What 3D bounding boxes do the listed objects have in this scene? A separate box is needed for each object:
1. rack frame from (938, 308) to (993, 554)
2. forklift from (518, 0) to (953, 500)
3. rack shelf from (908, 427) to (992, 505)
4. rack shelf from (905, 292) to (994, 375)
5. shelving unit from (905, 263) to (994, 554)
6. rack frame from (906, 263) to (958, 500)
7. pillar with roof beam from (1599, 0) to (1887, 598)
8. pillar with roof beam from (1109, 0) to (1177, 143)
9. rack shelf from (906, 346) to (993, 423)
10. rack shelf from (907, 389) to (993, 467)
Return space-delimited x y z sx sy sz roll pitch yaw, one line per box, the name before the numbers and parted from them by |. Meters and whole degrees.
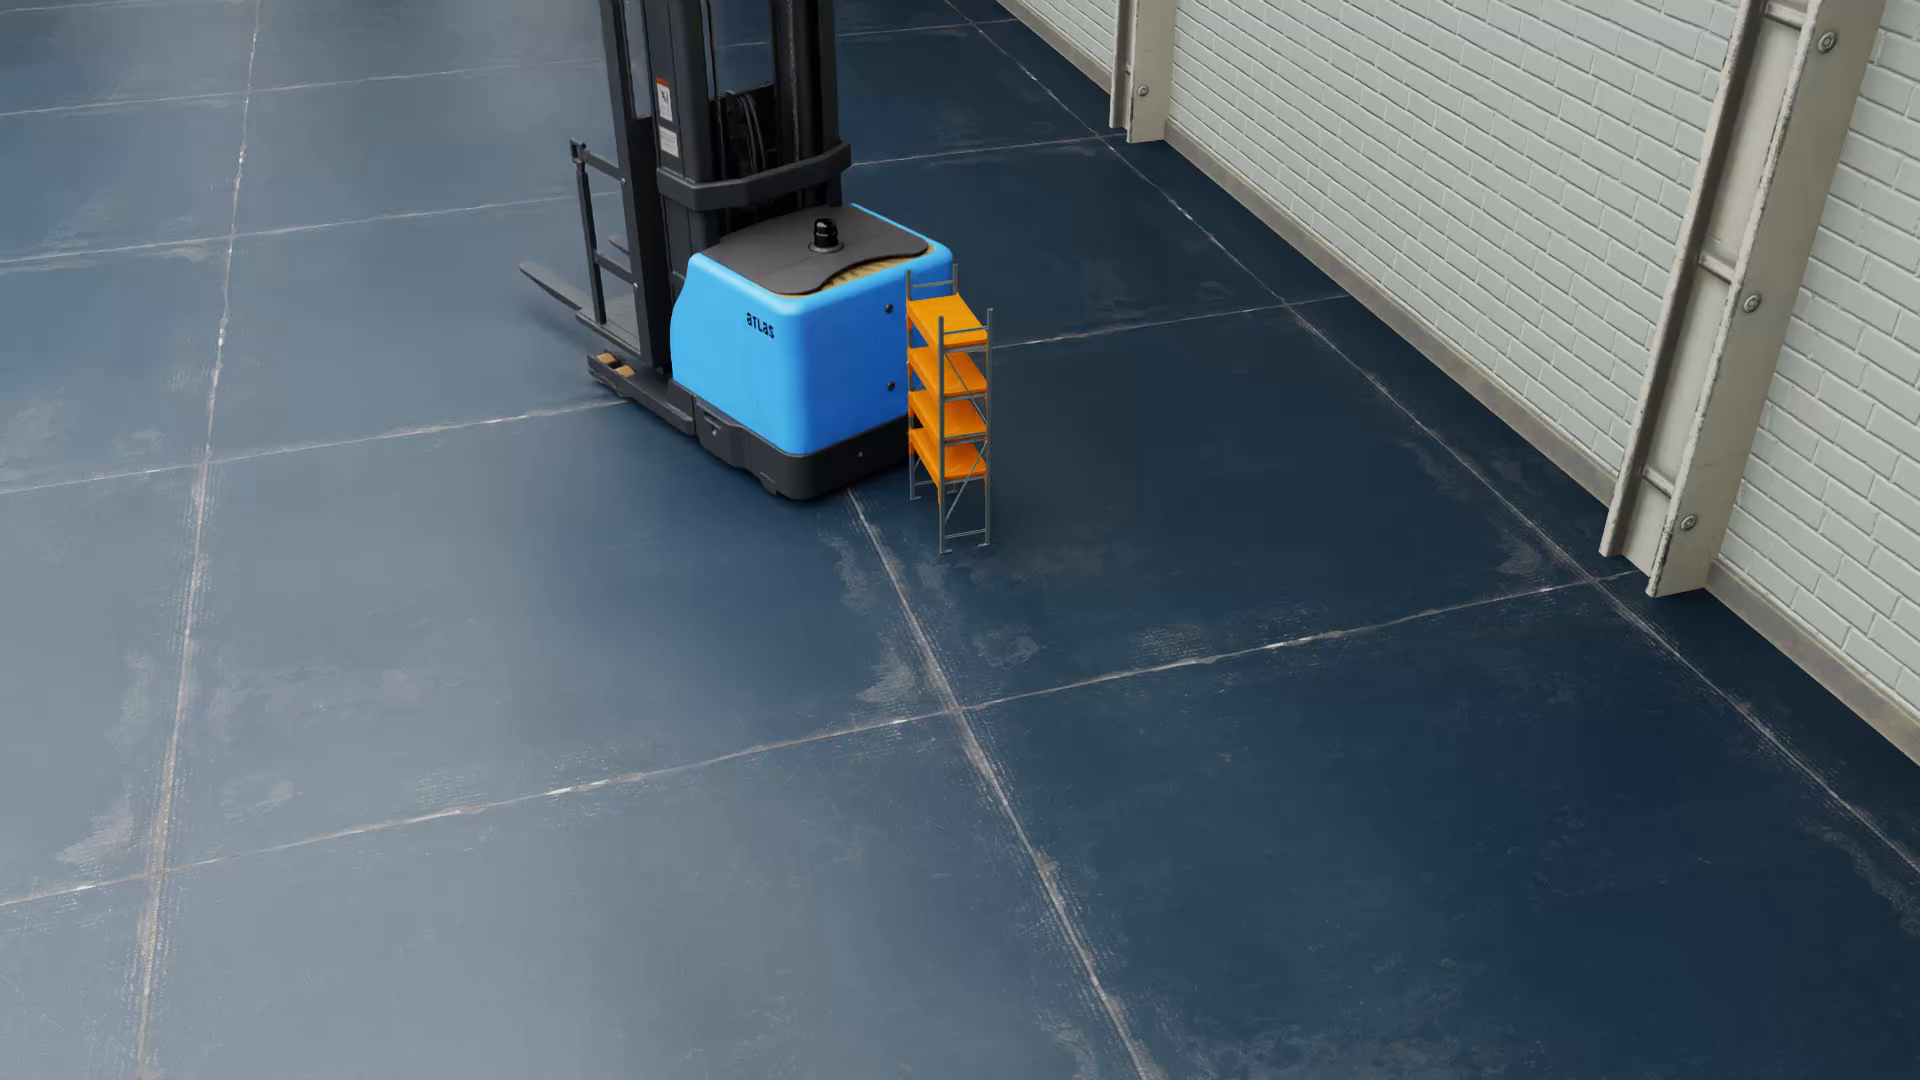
rack frame | 0.024 -0.459 7.357 0.240 1.200 0.015 -10 35 -15
forklift | -1.362 -2.150 8.345 1.130 2.935 3.031 -26 41 -33
rack shelf | -0.051 -0.366 7.697 0.258 0.148 0.480 -10 35 -15
rack shelf | -0.051 -0.915 7.334 0.258 0.148 0.480 -10 35 -15
shelving unit | -0.051 -0.587 7.551 0.258 1.200 0.503 -10 35 -15
rack frame | -0.125 -0.716 7.745 0.240 1.200 0.015 -10 35 -15
pillar with roof beam | -0.948 -2.904 3.982 9.100 9.000 0.400 -10 35 -15
pillar with roof beam | -2.778 -6.054 8.749 9.100 9.000 0.400 -10 35 -15
rack shelf | -0.051 -0.718 7.465 0.258 0.148 0.480 -10 35 -15
rack shelf | -0.051 -0.531 7.588 0.258 0.148 0.480 -10 35 -15
